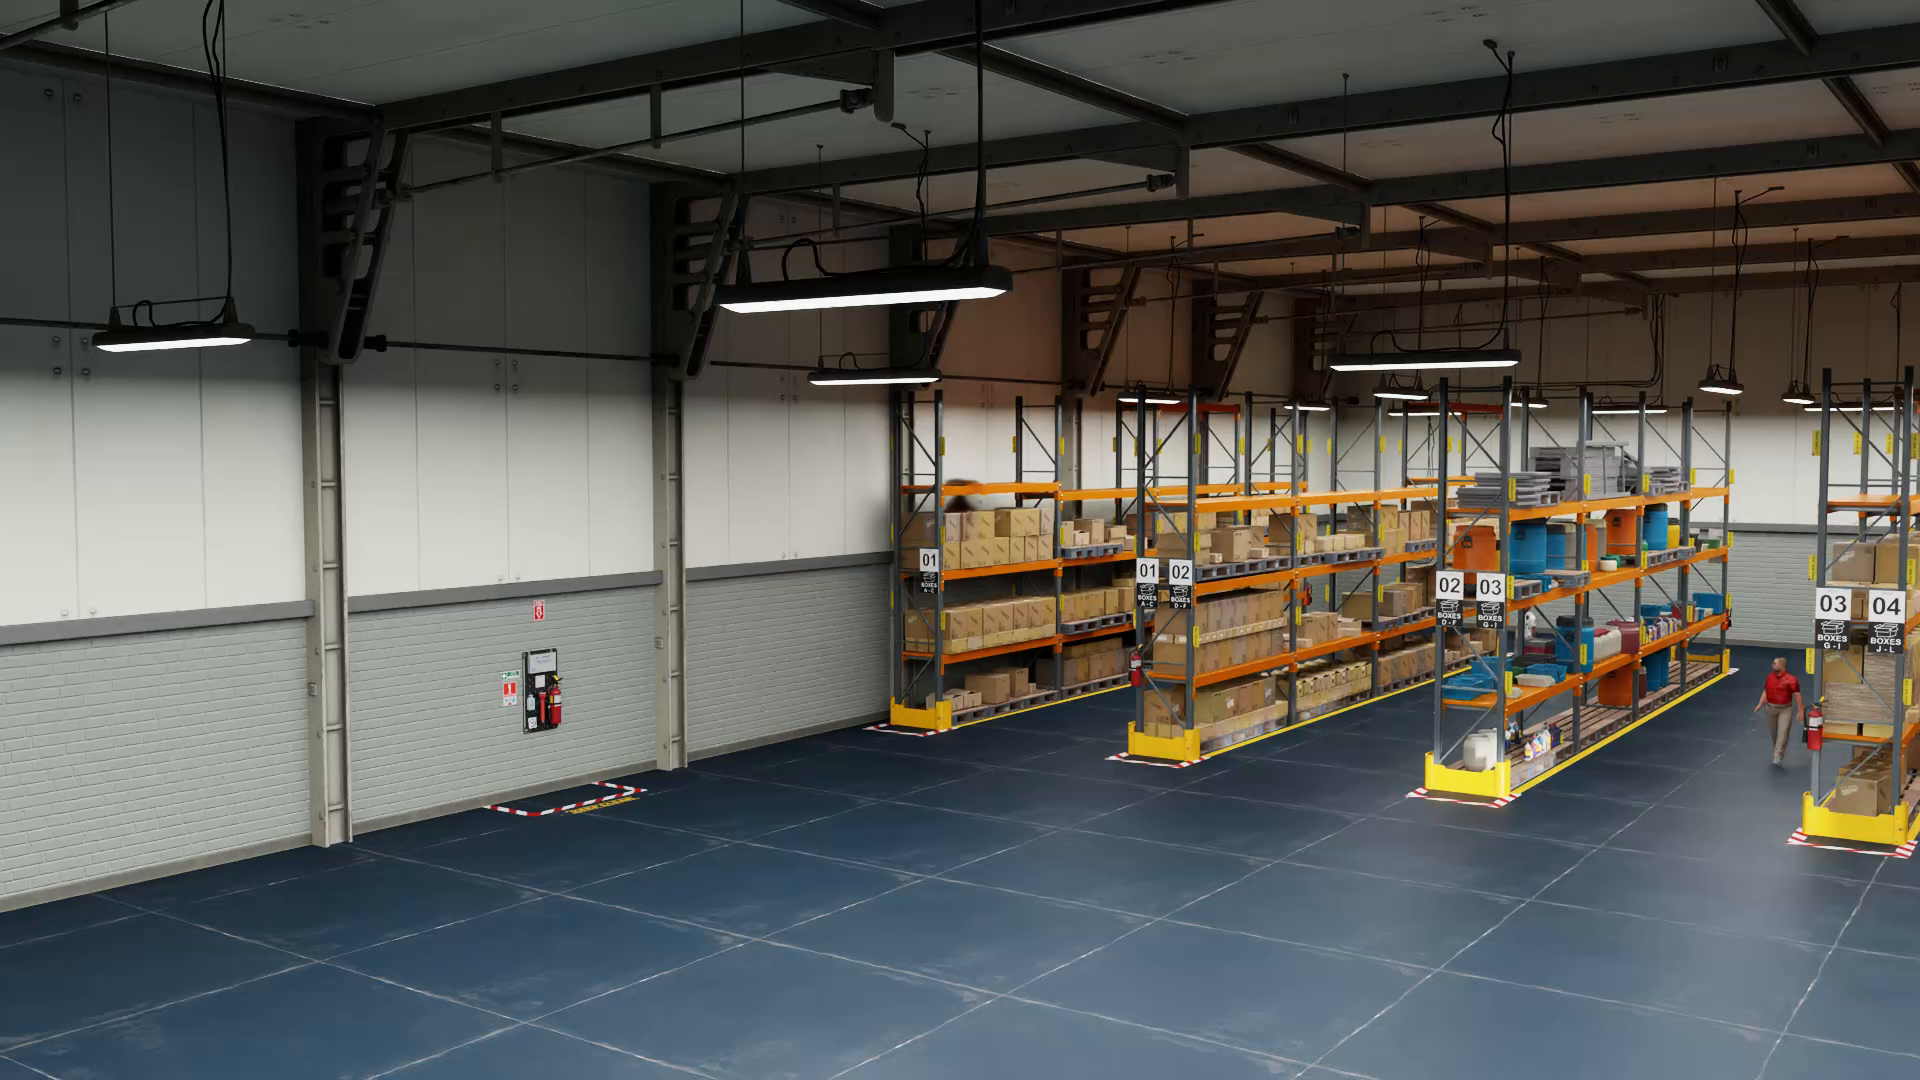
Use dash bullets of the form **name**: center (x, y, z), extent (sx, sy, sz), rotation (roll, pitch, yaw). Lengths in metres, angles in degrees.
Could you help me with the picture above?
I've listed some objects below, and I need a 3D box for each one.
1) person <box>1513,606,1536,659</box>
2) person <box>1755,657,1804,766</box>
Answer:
- **person**: center (12.298, 2.127, 36.164), extent (0.479, 1.654, 0.665), rotation (2, 4, 32)
- **person**: center (12.896, 2.675, 26.149), extent (0.689, 1.661, 1.071), rotation (3, 5, 45)
